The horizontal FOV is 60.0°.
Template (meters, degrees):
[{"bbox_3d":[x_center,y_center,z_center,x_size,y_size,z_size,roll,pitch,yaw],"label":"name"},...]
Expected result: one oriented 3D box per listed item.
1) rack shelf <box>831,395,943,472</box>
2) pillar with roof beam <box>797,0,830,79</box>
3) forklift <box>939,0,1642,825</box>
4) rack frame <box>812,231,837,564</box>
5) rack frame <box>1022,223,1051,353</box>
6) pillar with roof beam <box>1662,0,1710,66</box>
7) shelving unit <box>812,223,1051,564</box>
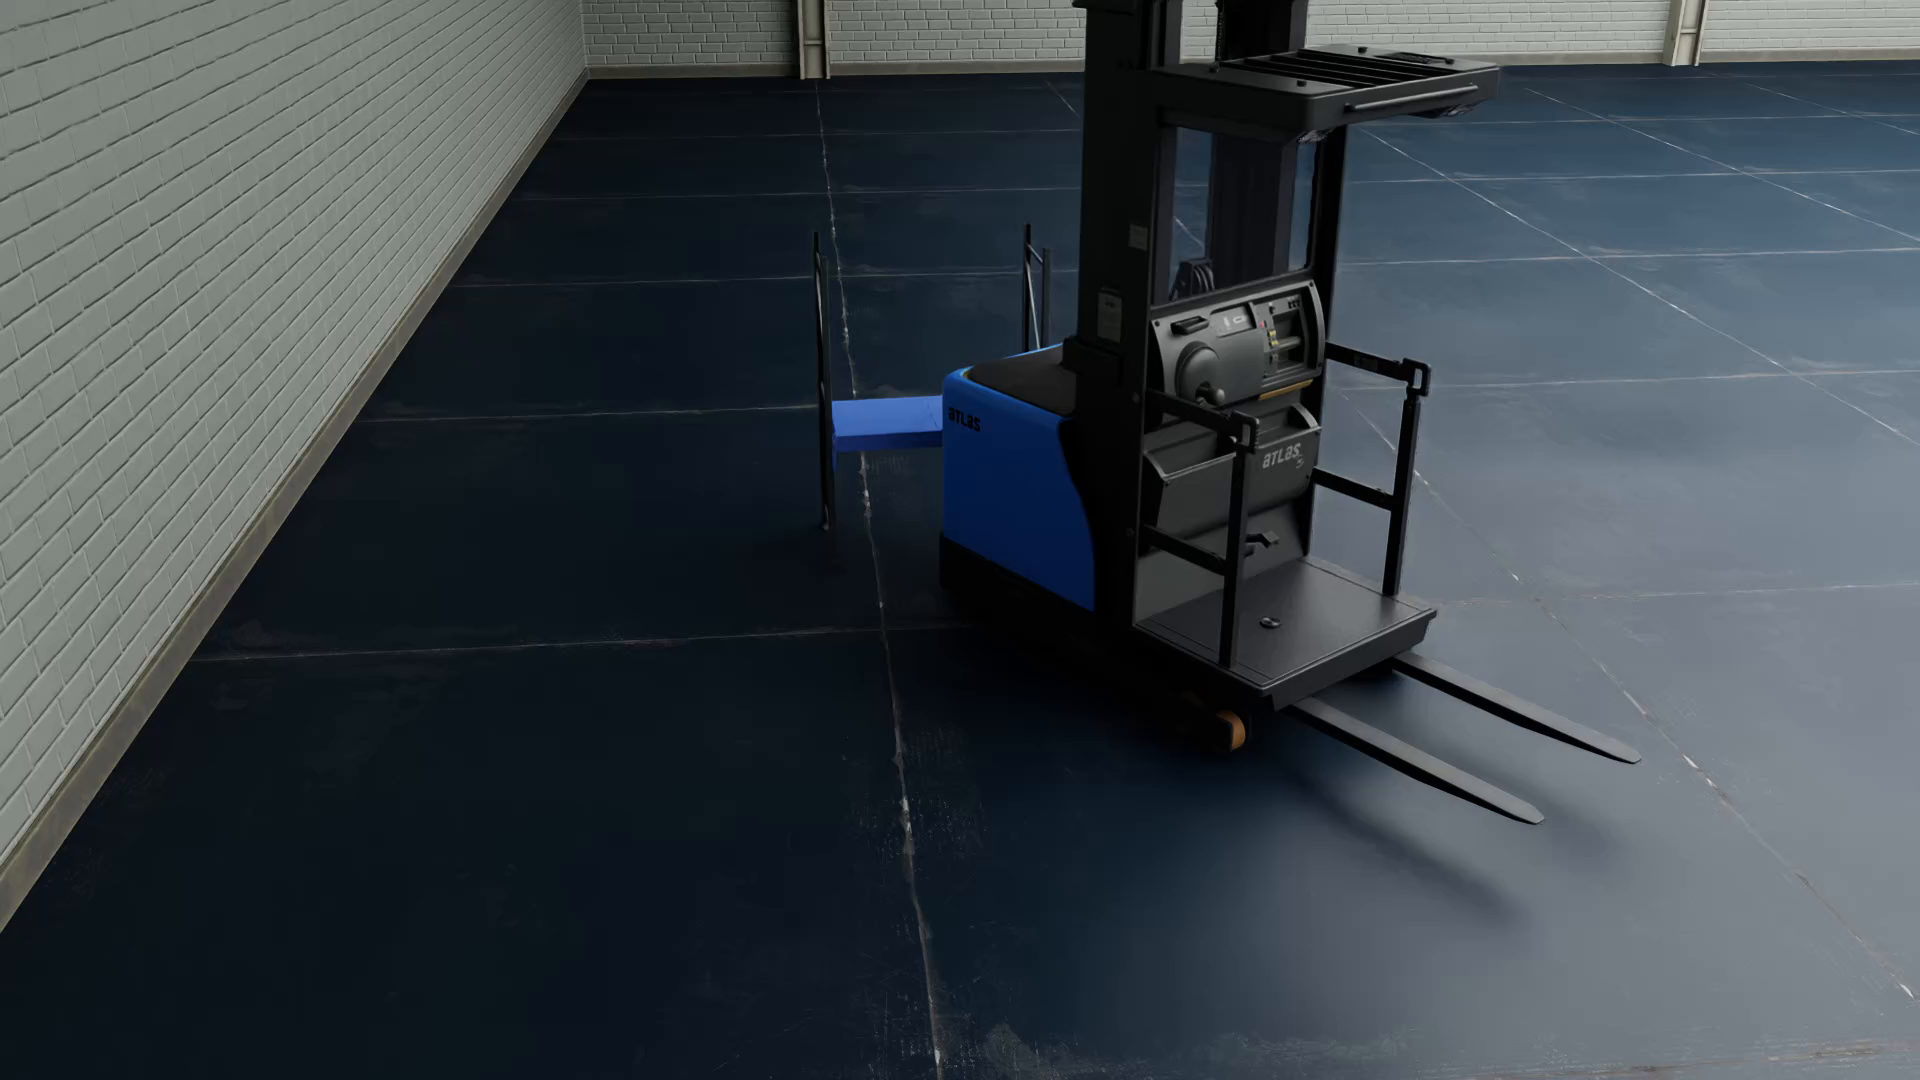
[{"bbox_3d":[-0.143,-0.540,8.062,1.000,0.185,0.538,-4,24,-8],"label":"rack shelf"},{"bbox_3d":[-1.502,-8.517,16.333,0.400,9.000,9.100,-2,24,-5],"label":"pillar with roof beam"},{"bbox_3d":[1.227,-0.747,6.322,1.130,2.935,3.031,-18,30,-35],"label":"forklift"},{"bbox_3d":[-0.645,-0.672,7.916,0.032,1.500,0.500,-4,24,-8],"label":"rack frame"},{"bbox_3d":[0.359,-0.737,8.061,0.032,1.500,0.500,-4,24,-8],"label":"rack frame"},{"bbox_3d":[10.440,-8.996,17.411,0.400,9.000,9.100,-2,24,-5],"label":"pillar with roof beam"},{"bbox_3d":[-0.143,-0.705,7.989,1.048,1.500,0.538,-4,24,-8],"label":"shelving unit"}]
